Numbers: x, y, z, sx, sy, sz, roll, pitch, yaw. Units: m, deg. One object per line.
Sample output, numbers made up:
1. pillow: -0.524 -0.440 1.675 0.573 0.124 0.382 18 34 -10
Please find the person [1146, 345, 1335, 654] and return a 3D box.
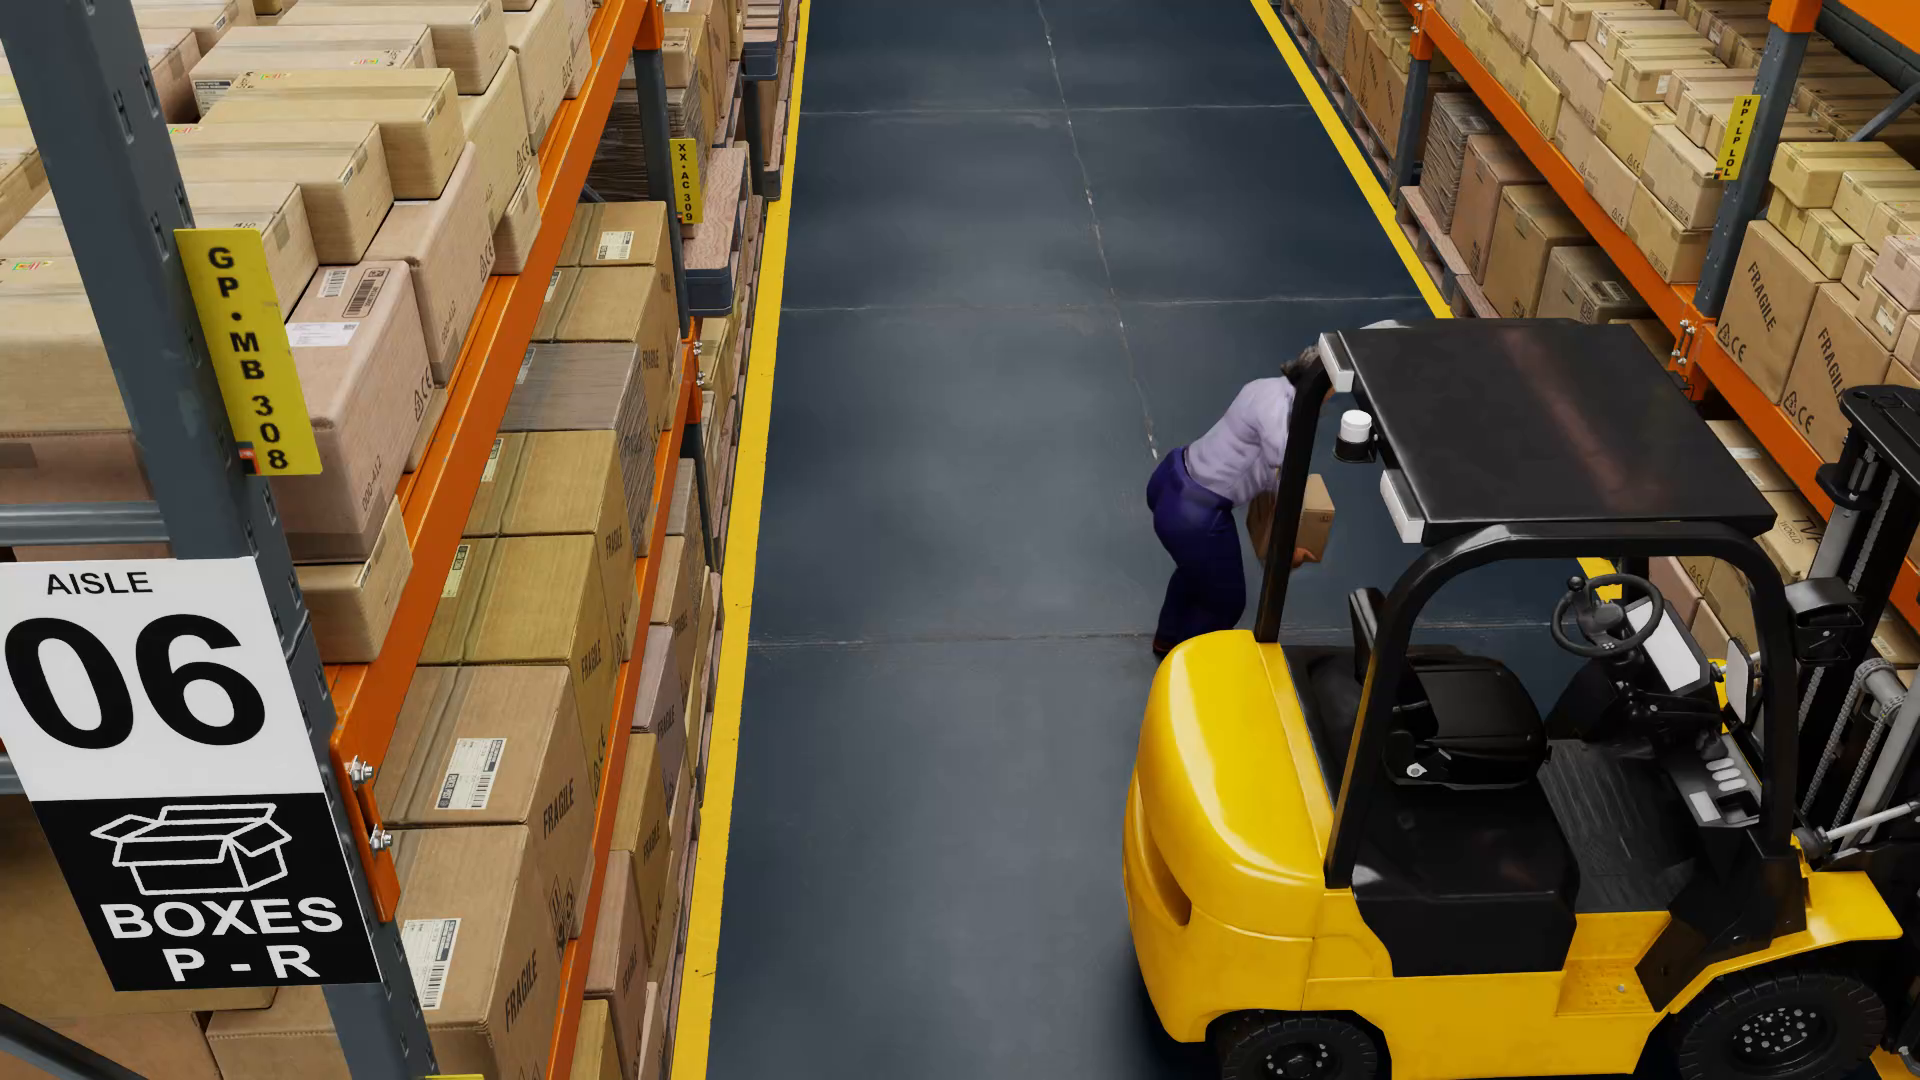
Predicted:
1. person: 1.066 -0.075 6.414 0.684 1.482 0.450 -2 36 -3
